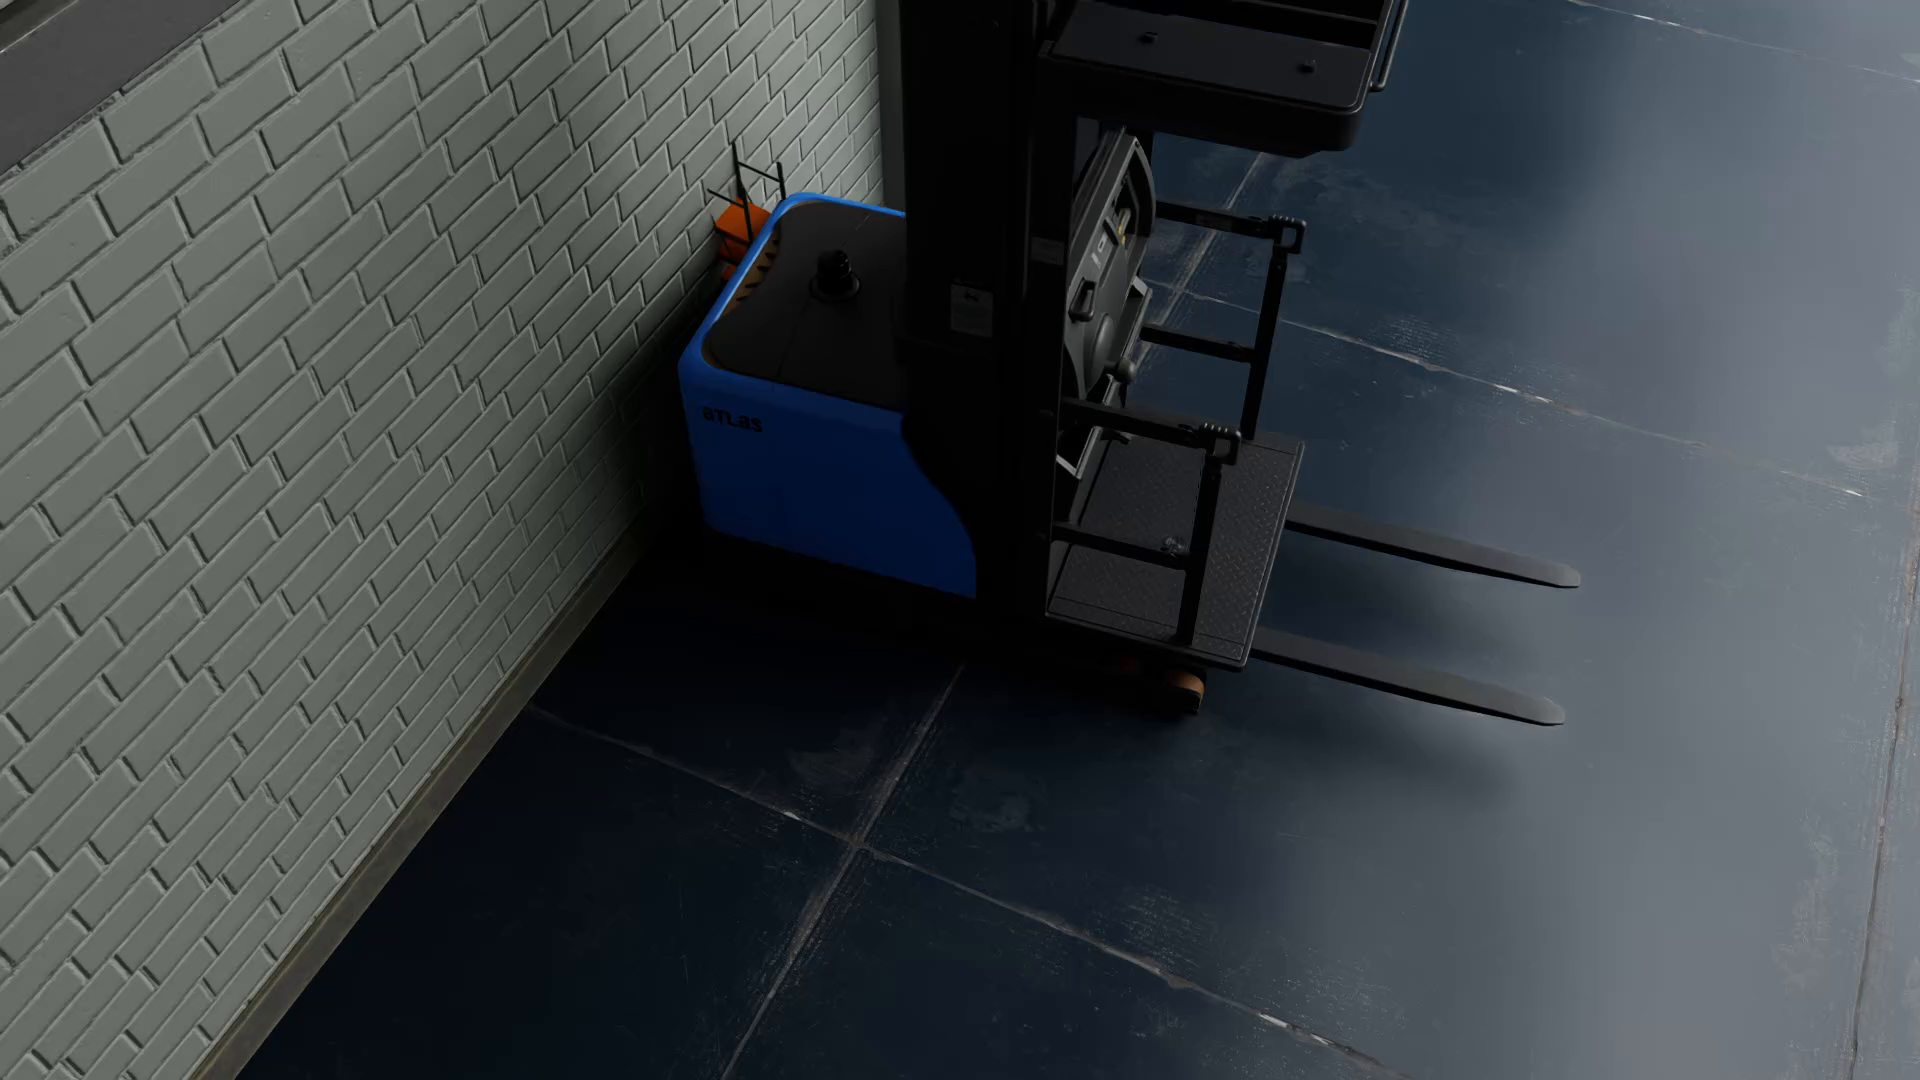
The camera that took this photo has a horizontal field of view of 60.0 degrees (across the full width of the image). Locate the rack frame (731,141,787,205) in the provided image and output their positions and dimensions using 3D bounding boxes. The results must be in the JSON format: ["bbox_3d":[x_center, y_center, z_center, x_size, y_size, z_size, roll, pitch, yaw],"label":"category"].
[{"bbox_3d":[-0.689,-0.950,6.241,0.240,1.200,0.006,28,55,26],"label":"rack frame"}]

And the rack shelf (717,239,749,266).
[{"bbox_3d":[-0.753,-1.027,6.049,0.258,0.103,0.180,28,55,26],"label":"rack shelf"}]

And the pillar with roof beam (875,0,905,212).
[{"bbox_3d":[3.776,-2.978,2.875,9.100,9.000,0.400,20,52,16],"label":"pillar with roof beam"}]

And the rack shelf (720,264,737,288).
[{"bbox_3d":[-0.748,-0.946,6.138,0.258,0.103,0.180,28,55,26],"label":"rack shelf"}]

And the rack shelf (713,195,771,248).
[{"bbox_3d":[-0.758,-1.107,5.961,0.258,0.103,0.180,28,55,26],"label":"rack shelf"}]

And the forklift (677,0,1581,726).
[{"bbox_3d":[0.645,-0.806,5.011,3.031,2.935,1.130,14,51,12],"label":"forklift"}]

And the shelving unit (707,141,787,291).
[{"bbox_3d":[-0.745,-0.895,6.194,0.258,1.200,0.189,28,55,26],"label":"shelving unit"}]

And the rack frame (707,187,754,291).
[{"bbox_3d":[-0.801,-0.840,6.147,0.240,1.200,0.006,28,55,26],"label":"rack frame"}]
